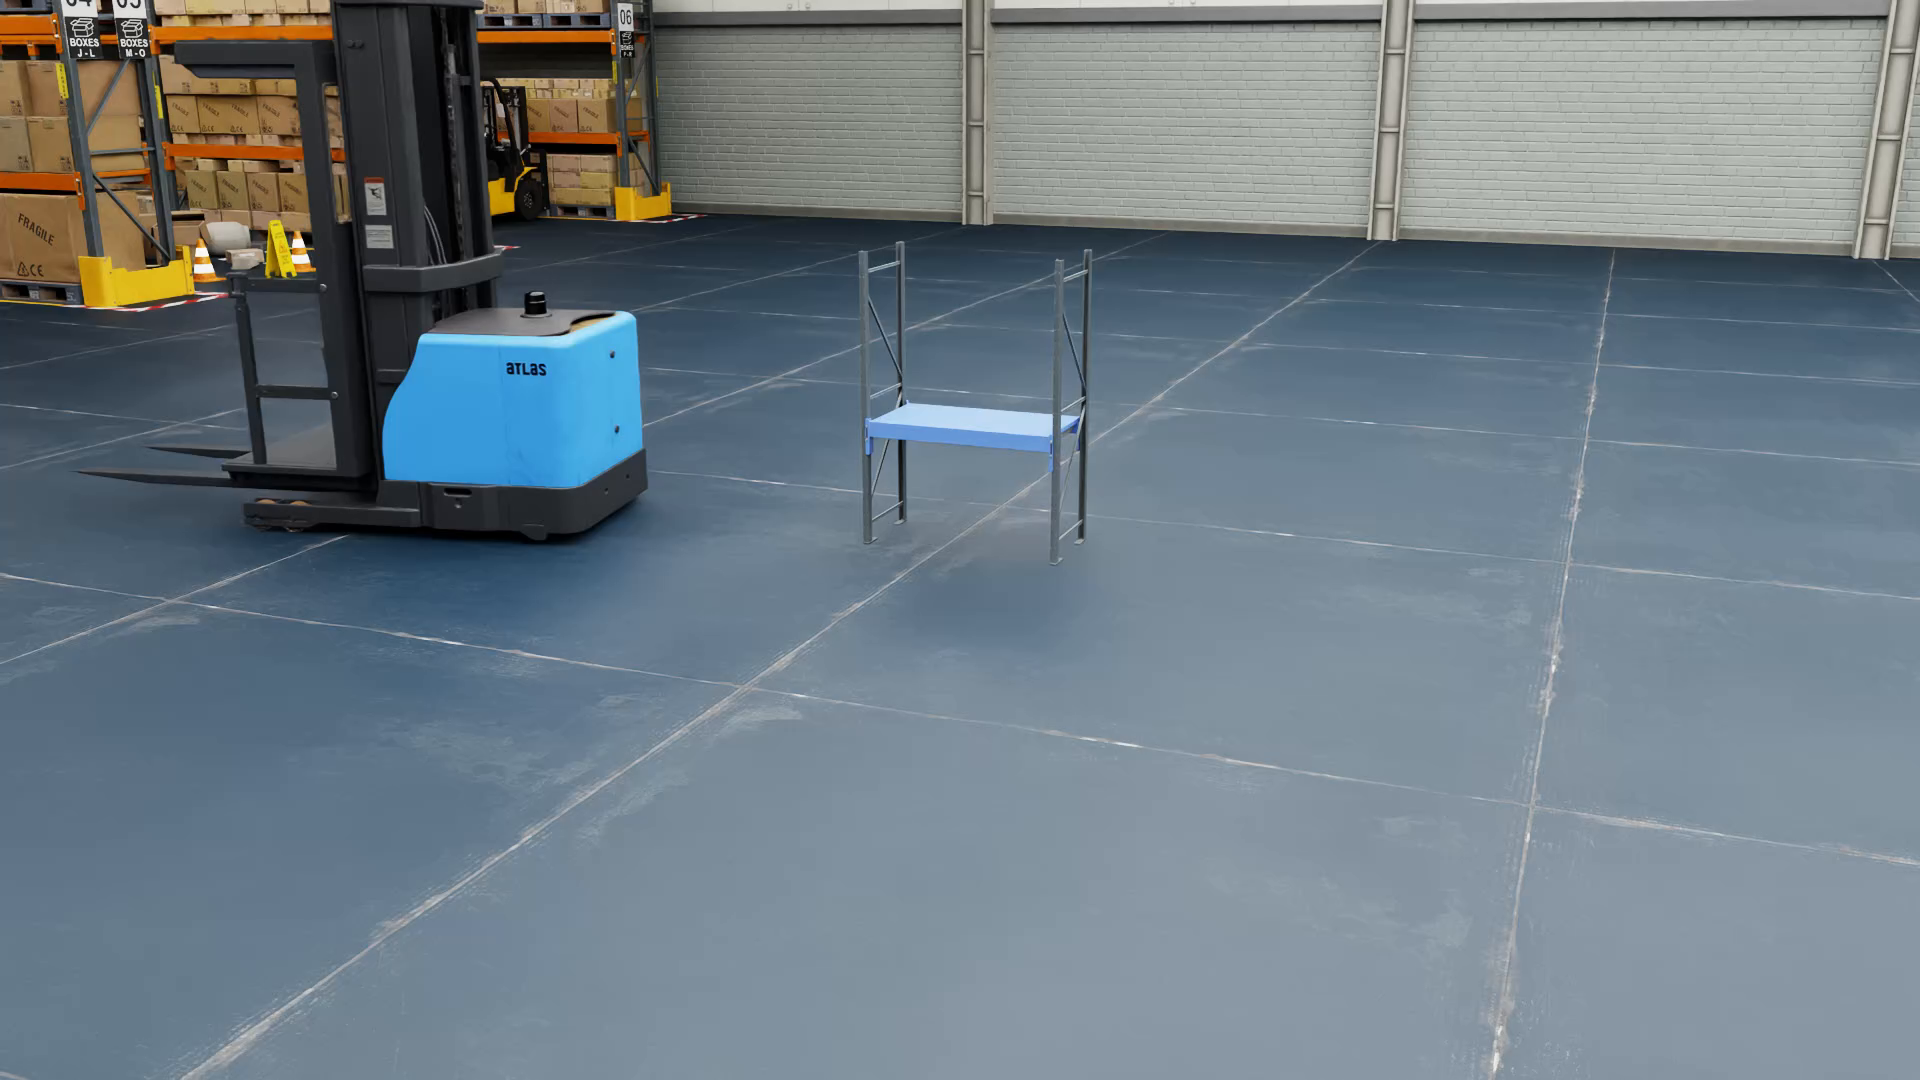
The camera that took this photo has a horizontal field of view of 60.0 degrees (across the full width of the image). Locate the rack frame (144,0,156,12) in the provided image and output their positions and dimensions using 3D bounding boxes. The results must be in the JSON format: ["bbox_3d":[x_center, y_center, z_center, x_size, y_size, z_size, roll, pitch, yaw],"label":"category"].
[{"bbox_3d":[-10.532,-8.528,21.908,0.127,3.000,1.000,6,17,21],"label":"rack frame"}]

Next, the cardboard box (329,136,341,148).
[{"bbox_3d":[-7.995,-5.147,21.474,0.250,0.149,0.380,7,17,22],"label":"cardboard box"}]

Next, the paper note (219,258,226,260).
[{"bbox_3d":[-9.156,-3.513,20.739,0.142,0.019,0.148,14,21,40],"label":"paper note"}]

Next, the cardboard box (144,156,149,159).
[{"bbox_3d":[-14.211,-6.784,29.230,0.250,0.149,0.380,5,17,18],"label":"cardboard box"}]

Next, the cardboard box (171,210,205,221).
[{"bbox_3d":[-10.035,-3.985,21.500,0.500,0.500,0.500,-9,18,-27],"label":"cardboard box"}]

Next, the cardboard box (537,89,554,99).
[{"bbox_3d":[-6.378,-6.952,25.898,0.250,0.149,0.380,6,17,19],"label":"cardboard box"}]

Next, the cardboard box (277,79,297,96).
[{"bbox_3d":[-8.347,-5.984,21.398,0.500,0.500,0.700,6,17,20],"label":"cardboard box"}]

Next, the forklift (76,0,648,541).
[{"bbox_3d":[-3.336,-1.587,8.882,3.031,2.935,1.130,3,16,10],"label":"forklift"}]

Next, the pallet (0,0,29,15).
[{"bbox_3d":[-10.366,-5.539,17.152,1.213,0.211,1.003,6,17,21],"label":"pallet"}]

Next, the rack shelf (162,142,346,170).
[{"bbox_3d":[-8.672,-5.097,22.140,4.000,0.370,1.077,6,17,21],"label":"rack shelf"}]

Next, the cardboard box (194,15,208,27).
[{"bbox_3d":[-9.838,-6.833,21.902,0.250,0.149,0.380,6,17,21],"label":"cardboard box"}]

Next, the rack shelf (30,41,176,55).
[{"bbox_3d":[-14.296,-8.643,28.977,4.000,0.370,1.077,6,17,21],"label":"rack shelf"}]

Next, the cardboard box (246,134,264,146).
[{"bbox_3d":[-9.170,-5.278,21.923,0.250,0.149,0.380,6,17,21],"label":"cardboard box"}]

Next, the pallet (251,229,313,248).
[{"bbox_3d":[-8.756,-4.124,22.500,1.213,0.211,1.003,6,17,21],"label":"pallet"}]

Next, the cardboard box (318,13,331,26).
[{"bbox_3d":[-7.935,-6.618,21.159,0.250,0.149,0.380,6,17,21],"label":"cardboard box"}]

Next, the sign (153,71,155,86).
[{"bbox_3d":[-10.732,-6.059,22.086,0.005,0.325,0.100,6,17,21],"label":"sign"}]

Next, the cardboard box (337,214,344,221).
[{"bbox_3d":[-8.141,-4.187,21.894,0.500,0.250,0.500,6,17,21],"label":"cardboard box"}]

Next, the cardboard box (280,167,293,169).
[{"bbox_3d":[-9.409,-4.846,22.819,0.500,0.500,0.500,7,17,22],"label":"cardboard box"}]

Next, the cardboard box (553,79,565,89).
[{"bbox_3d":[-6.102,-7.092,25.844,0.250,0.149,0.380,6,17,21],"label":"cardboard box"}]

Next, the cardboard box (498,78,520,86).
[{"bbox_3d":[-7.061,-7.195,26.202,0.250,0.149,0.380,6,17,21],"label":"cardboard box"}]

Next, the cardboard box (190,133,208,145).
[{"bbox_3d":[-10.103,-5.398,22.340,0.250,0.149,0.380,7,18,22],"label":"cardboard box"}]

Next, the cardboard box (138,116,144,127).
[{"bbox_3d":[-11.112,-5.709,22.656,0.250,0.149,0.380,7,17,21],"label":"cardboard box"}]

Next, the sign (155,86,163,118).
[{"bbox_3d":[-8.324,-4.541,17.239,0.005,0.325,0.100,6,17,21],"label":"sign"}]

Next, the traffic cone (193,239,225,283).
[{"bbox_3d":[-8.506,-3.148,18.687,0.334,0.463,0.336,6,17,21],"label":"traffic cone"}]

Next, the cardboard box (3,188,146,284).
[{"bbox_3d":[-9.188,-3.177,17.295,0.875,0.875,0.875,6,17,21],"label":"cardboard box"}]

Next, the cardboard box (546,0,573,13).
[{"bbox_3d":[-6.111,-8.183,25.409,0.258,0.266,0.396,6,17,21],"label":"cardboard box"}]

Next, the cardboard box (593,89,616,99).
[{"bbox_3d":[-5.419,-6.848,25.539,0.250,0.149,0.380,7,17,21],"label":"cardboard box"}]

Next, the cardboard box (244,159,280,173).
[{"bbox_3d":[-9.258,-4.962,22.056,0.250,0.149,0.380,7,18,24],"label":"cardboard box"}]

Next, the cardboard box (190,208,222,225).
[{"bbox_3d":[-10.082,-4.398,22.620,0.500,0.250,0.500,5,17,18],"label":"cardboard box"}]

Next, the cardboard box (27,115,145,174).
[{"bbox_3d":[-8.895,-4.042,16.947,0.550,0.550,0.875,6,17,21],"label":"cardboard box"}]

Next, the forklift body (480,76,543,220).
[{"bbox_3d":[-7.427,-5.839,24.928,1.214,2.155,2.313,6,17,21],"label":"forklift body"}]

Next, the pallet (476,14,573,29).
[{"bbox_3d":[-6.780,-8.127,26.066,1.213,0.211,1.003,6,17,21],"label":"pallet"}]

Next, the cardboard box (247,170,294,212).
[{"bbox_3d":[-9.098,-4.653,22.154,0.500,0.500,0.500,7,18,24],"label":"cardboard box"}]

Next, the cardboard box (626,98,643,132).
[{"bbox_3d":[-5.352,-6.696,26.180,0.500,0.500,0.500,7,18,22],"label":"cardboard box"}]

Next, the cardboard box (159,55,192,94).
[{"bbox_3d":[-10.202,-6.217,22.201,0.500,0.500,0.700,6,17,20],"label":"cardboard box"}]

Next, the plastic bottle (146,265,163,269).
[{"bbox_3d":[-9.557,-3.203,19.597,0.283,0.061,0.133,0,16,1],"label":"plastic bottle"}]

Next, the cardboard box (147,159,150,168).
[{"bbox_3d":[-13.857,-6.439,29.205,0.500,0.500,0.500,7,18,23],"label":"cardboard box"}]

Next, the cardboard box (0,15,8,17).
[{"bbox_3d":[-13.375,-7.445,23.379,0.500,0.500,0.700,6,17,21],"label":"cardboard box"}]

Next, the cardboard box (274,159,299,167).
[{"bbox_3d":[-11.249,-6.273,28.407,0.625,0.625,0.875,7,18,22],"label":"cardboard box"}]

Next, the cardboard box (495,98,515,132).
[{"bbox_3d":[-6.975,-6.712,26.235,0.500,0.500,0.500,6,17,21],"label":"cardboard box"}]

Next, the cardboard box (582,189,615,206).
[{"bbox_3d":[-5.546,-5.373,25.979,0.500,0.250,0.500,6,17,21],"label":"cardboard box"}]

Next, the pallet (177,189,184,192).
[{"bbox_3d":[-13.116,-6.091,29.276,1.213,0.211,1.003,6,17,21],"label":"pallet"}]

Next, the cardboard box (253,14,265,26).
[{"bbox_3d":[-8.896,-6.713,21.488,0.250,0.149,0.380,6,17,21],"label":"cardboard box"}]

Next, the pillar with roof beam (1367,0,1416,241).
[{"bbox_3d":[4.273,-7.367,17.911,0.400,9.000,9.100,6,17,21],"label":"pillar with roof beam"}]

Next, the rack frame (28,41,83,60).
[{"bbox_3d":[-16.156,-7.753,29.999,0.127,3.000,1.000,6,17,21],"label":"rack frame"}]

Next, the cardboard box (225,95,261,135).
[{"bbox_3d":[-9.287,-5.620,21.941,0.500,0.500,0.500,6,17,20],"label":"cardboard box"}]

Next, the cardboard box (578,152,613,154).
[{"bbox_3d":[-5.837,-6.035,26.468,0.500,0.250,0.500,6,17,21],"label":"cardboard box"}]

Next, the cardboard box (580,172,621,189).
[{"bbox_3d":[-5.561,-5.615,25.918,0.500,0.250,0.500,6,17,20],"label":"cardboard box"}]

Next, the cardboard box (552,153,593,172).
[{"bbox_3d":[-6.013,-5.904,26.015,0.500,0.250,0.500,7,17,22],"label":"cardboard box"}]

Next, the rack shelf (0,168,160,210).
[{"bbox_3d":[-10.394,-3.803,17.683,4.000,0.370,1.077,6,17,21],"label":"rack shelf"}]

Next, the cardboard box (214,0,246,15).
[{"bbox_3d":[-9.279,-6.937,21.545,0.500,0.250,0.500,6,17,21],"label":"cardboard box"}]

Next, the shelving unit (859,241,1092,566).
[{"bbox_3d":[0.079,-0.712,8.434,1.048,1.500,0.538,6,17,21],"label":"shelving unit"}]
